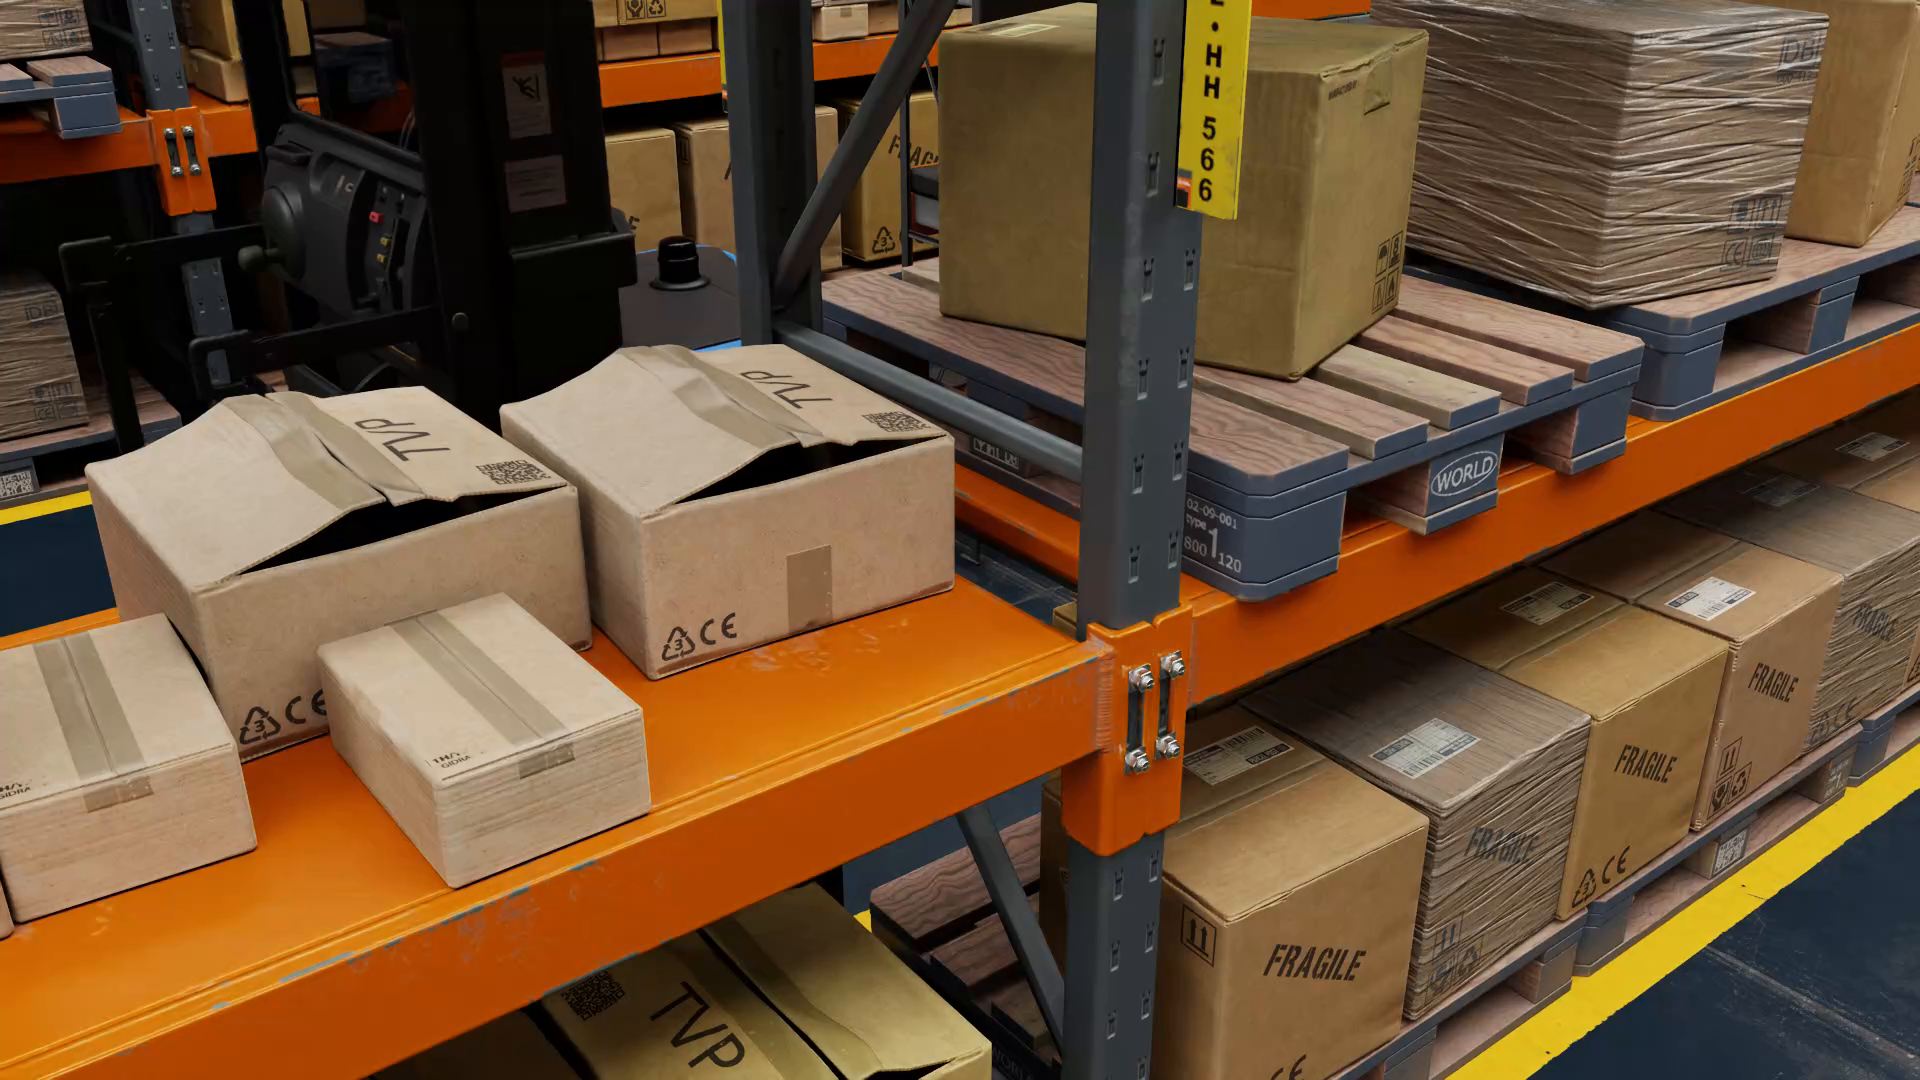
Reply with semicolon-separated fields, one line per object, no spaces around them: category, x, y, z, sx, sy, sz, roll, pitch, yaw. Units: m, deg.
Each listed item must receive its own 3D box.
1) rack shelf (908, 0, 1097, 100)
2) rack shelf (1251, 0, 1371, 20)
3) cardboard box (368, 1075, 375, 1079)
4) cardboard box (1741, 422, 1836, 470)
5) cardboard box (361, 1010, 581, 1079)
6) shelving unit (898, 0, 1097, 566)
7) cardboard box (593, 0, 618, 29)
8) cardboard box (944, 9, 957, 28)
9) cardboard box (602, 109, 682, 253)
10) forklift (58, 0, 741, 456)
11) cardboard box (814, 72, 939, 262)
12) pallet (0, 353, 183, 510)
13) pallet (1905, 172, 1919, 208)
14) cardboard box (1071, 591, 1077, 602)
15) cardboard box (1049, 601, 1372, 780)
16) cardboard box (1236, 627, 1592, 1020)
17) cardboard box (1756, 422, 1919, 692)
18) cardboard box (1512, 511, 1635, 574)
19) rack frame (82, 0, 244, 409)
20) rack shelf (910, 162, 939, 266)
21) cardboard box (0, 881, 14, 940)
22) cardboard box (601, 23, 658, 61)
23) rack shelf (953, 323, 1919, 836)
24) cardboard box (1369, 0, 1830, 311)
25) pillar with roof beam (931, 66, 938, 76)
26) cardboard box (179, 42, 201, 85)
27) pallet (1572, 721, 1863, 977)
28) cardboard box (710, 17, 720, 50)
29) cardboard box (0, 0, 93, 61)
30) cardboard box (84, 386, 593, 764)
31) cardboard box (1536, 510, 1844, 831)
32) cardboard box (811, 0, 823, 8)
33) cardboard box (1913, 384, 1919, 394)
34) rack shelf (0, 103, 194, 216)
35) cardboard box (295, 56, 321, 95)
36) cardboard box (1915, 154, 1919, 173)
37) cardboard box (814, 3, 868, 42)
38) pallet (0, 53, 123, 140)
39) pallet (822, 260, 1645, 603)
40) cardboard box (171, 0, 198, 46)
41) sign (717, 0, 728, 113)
rack shelf;0.130;-1.618;5.112;0.480;0.518;0.431;-18;31;-34
rack shelf;1.623;-3.085;9.689;4.000;0.370;1.077;-18;31;-34
cardboard box;-1.040;0.767;2.634;0.500;0.311;0.500;-19;31;-35
cardboard box;2.165;-0.131;4.915;0.500;0.500;0.500;-18;30;-33
cardboard box;-0.704;0.944;2.253;0.500;0.311;0.500;-19;31;-35
shelving unit;0.130;-0.995;5.401;0.503;2.100;0.431;-18;31;-34
cardboard box;-1.749;-2.345;6.744;0.500;0.500;0.500;-18;31;-34
cardboard box;-0.226;-2.532;7.918;0.250;0.149;0.380;-18;30;-33
cardboard box;-1.745;-1.441;7.347;0.750;0.750;0.750;-18;31;-34
forklift;-1.642;-0.747;3.878;3.031;2.935;1.130;-20;31;-36
cardboard box;-0.382;-1.895;8.326;0.750;0.750;0.750;-18;30;-33
pallet;-3.714;-0.386;6.330;1.213;0.211;1.003;-18;31;-34
pallet;2.413;-0.993;4.556;1.213;0.211;1.003;-18;31;-34
cardboard box;0.594;0.044;3.647;0.500;0.250;0.500;-17;30;-32
cardboard box;0.553;0.401;3.770;0.500;0.500;0.500;-17;30;-32
cardboard box;0.905;0.560;3.427;0.500;0.500;0.500;-20;31;-36
cardboard box;2.504;0.031;4.567;0.500;0.500;0.500;-18;30;-34
cardboard box;1.369;0.128;4.358;0.500;0.500;0.500;-20;31;-36
rack frame;-3.098;-1.853;6.179;0.127;3.000;1.000;-18;31;-34
rack shelf;0.130;-0.983;5.406;0.480;0.518;0.431;-18;31;-34
cardboard box;-1.349;0.183;1.674;0.500;0.500;0.500;-20;32;-37
cardboard box;-1.496;-2.159;7.113;0.250;0.149;0.380;-18;30;-34
rack shelf;1.535;-0.406;3.916;4.000;0.370;1.077;-18;31;-34
cardboard box;1.225;-0.824;3.345;0.500;0.500;0.700;-12;28;-24
pillar with roof beam;2.723;-4.655;5.092;0.400;9.000;9.100;-18;31;-34
cardboard box;-3.000;-1.918;6.593;0.250;0.149;0.380;-18;30;-33
pallet;1.532;0.555;4.303;1.213;0.211;1.003;-18;31;-34
cardboard box;-1.069;-2.290;7.396;0.250;0.149;0.380;-19;31;-35
cardboard box;-3.462;-1.972;5.796;0.500;0.500;0.700;-23;33;-40
cardboard box;-0.862;-0.004;2.302;0.500;0.311;0.500;-19;31;-35
cardboard box;1.710;0.294;4.000;0.500;0.500;0.500;-19;31;-36
cardboard box;-0.954;-2.614;7.324;0.500;0.500;0.500;-18;30;-34
cardboard box;3.383;-0.560;5.839;0.500;0.500;0.500;-18;31;-34
rack shelf;-4.672;-1.007;5.211;4.000;0.370;1.077;-18;31;-34
cardboard box;-2.492;-1.819;6.382;0.250;0.149;0.380;-18;30;-33
cardboard box;2.096;-1.239;4.239;0.500;0.500;0.700;-13;28;-26
cardboard box;-0.629;-2.392;7.615;0.250;0.149;0.380;-18;31;-34
pallet;-3.593;-1.546;5.745;1.003;0.211;1.213;-18;31;-34
pallet;0.452;-0.325;3.115;1.003;0.211;1.213;-18;31;-34
cardboard box;-2.889;-2.252;6.544;0.500;0.500;0.500;-18;30;-34
sign;-0.381;-0.879;2.801;0.005;0.325;0.100;-18;31;-34
